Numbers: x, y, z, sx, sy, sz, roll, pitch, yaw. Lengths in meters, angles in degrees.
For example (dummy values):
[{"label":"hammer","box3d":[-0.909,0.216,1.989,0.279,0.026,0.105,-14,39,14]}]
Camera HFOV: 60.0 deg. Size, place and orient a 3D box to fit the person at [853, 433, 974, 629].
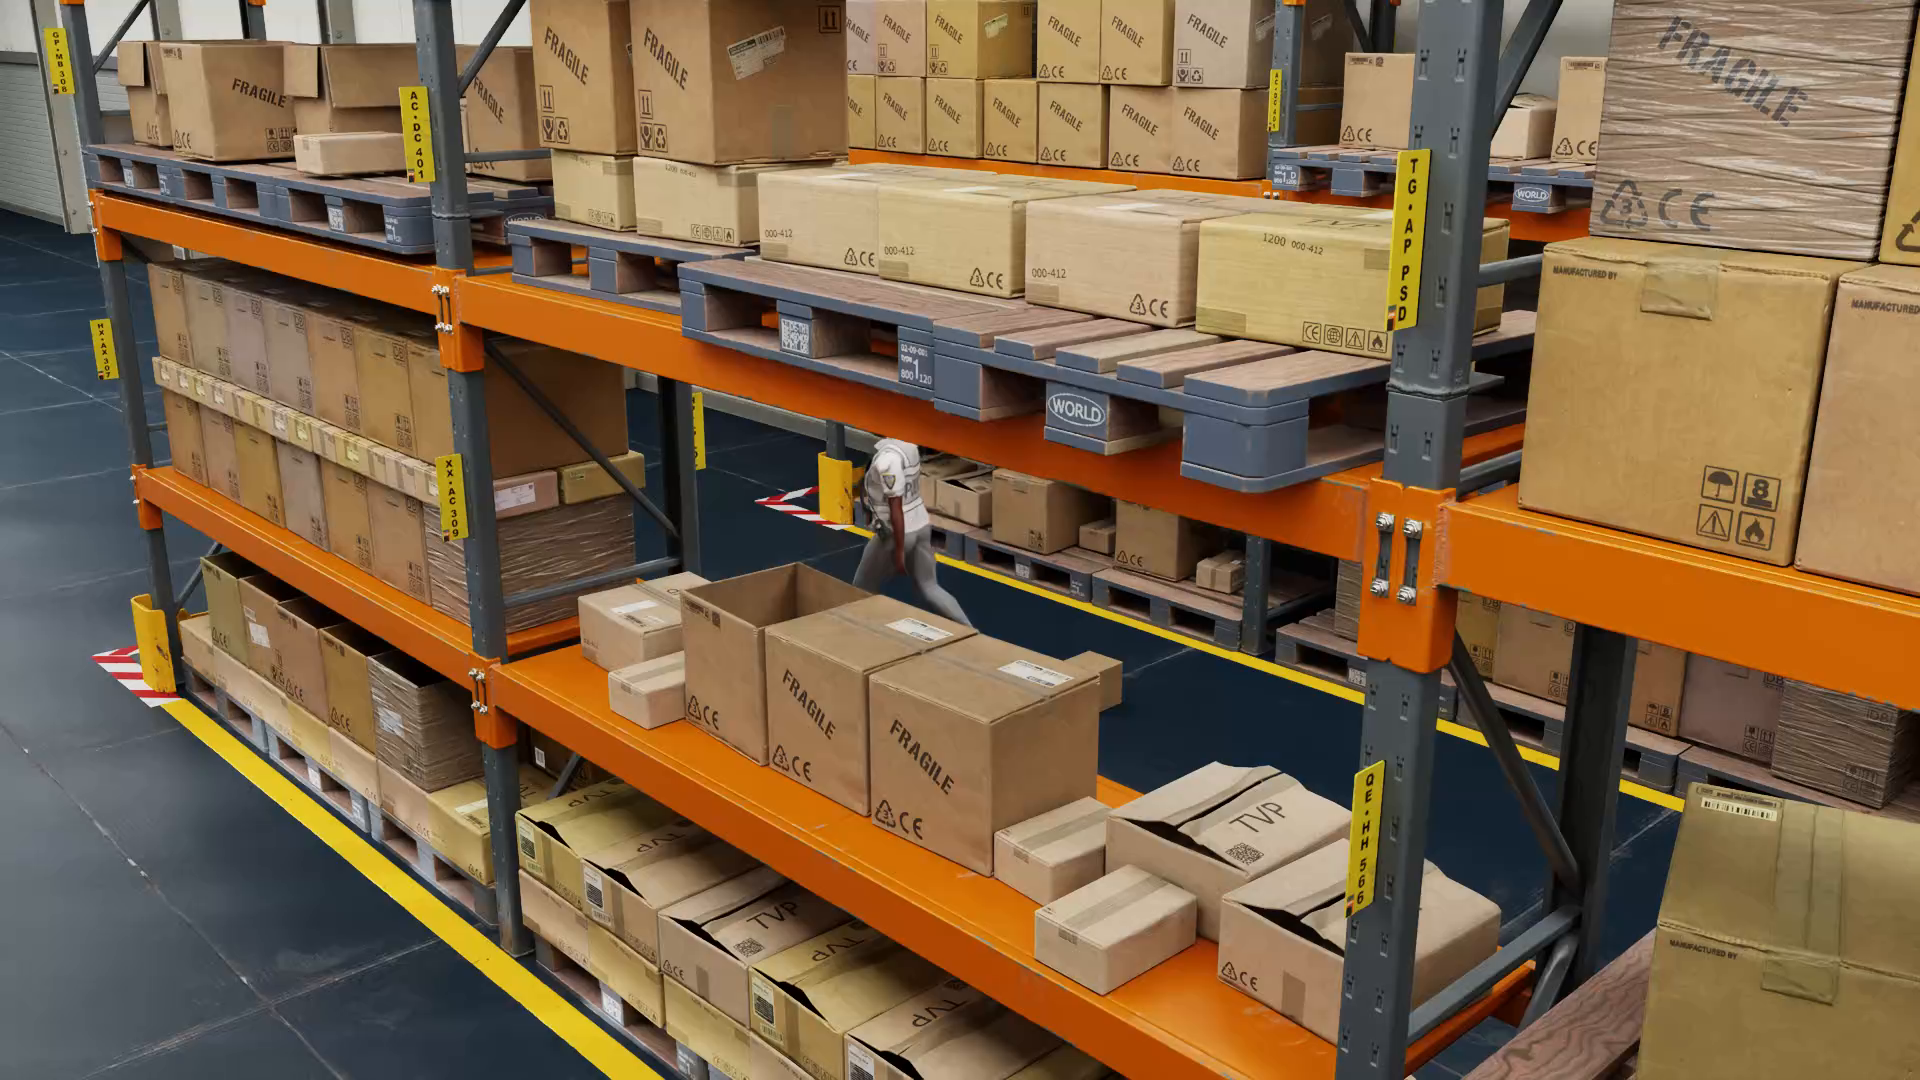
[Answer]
[{"label":"person","box3d":[-0.328,-0.055,9.694,1.007,1.634,0.467,7,19,21]}]
